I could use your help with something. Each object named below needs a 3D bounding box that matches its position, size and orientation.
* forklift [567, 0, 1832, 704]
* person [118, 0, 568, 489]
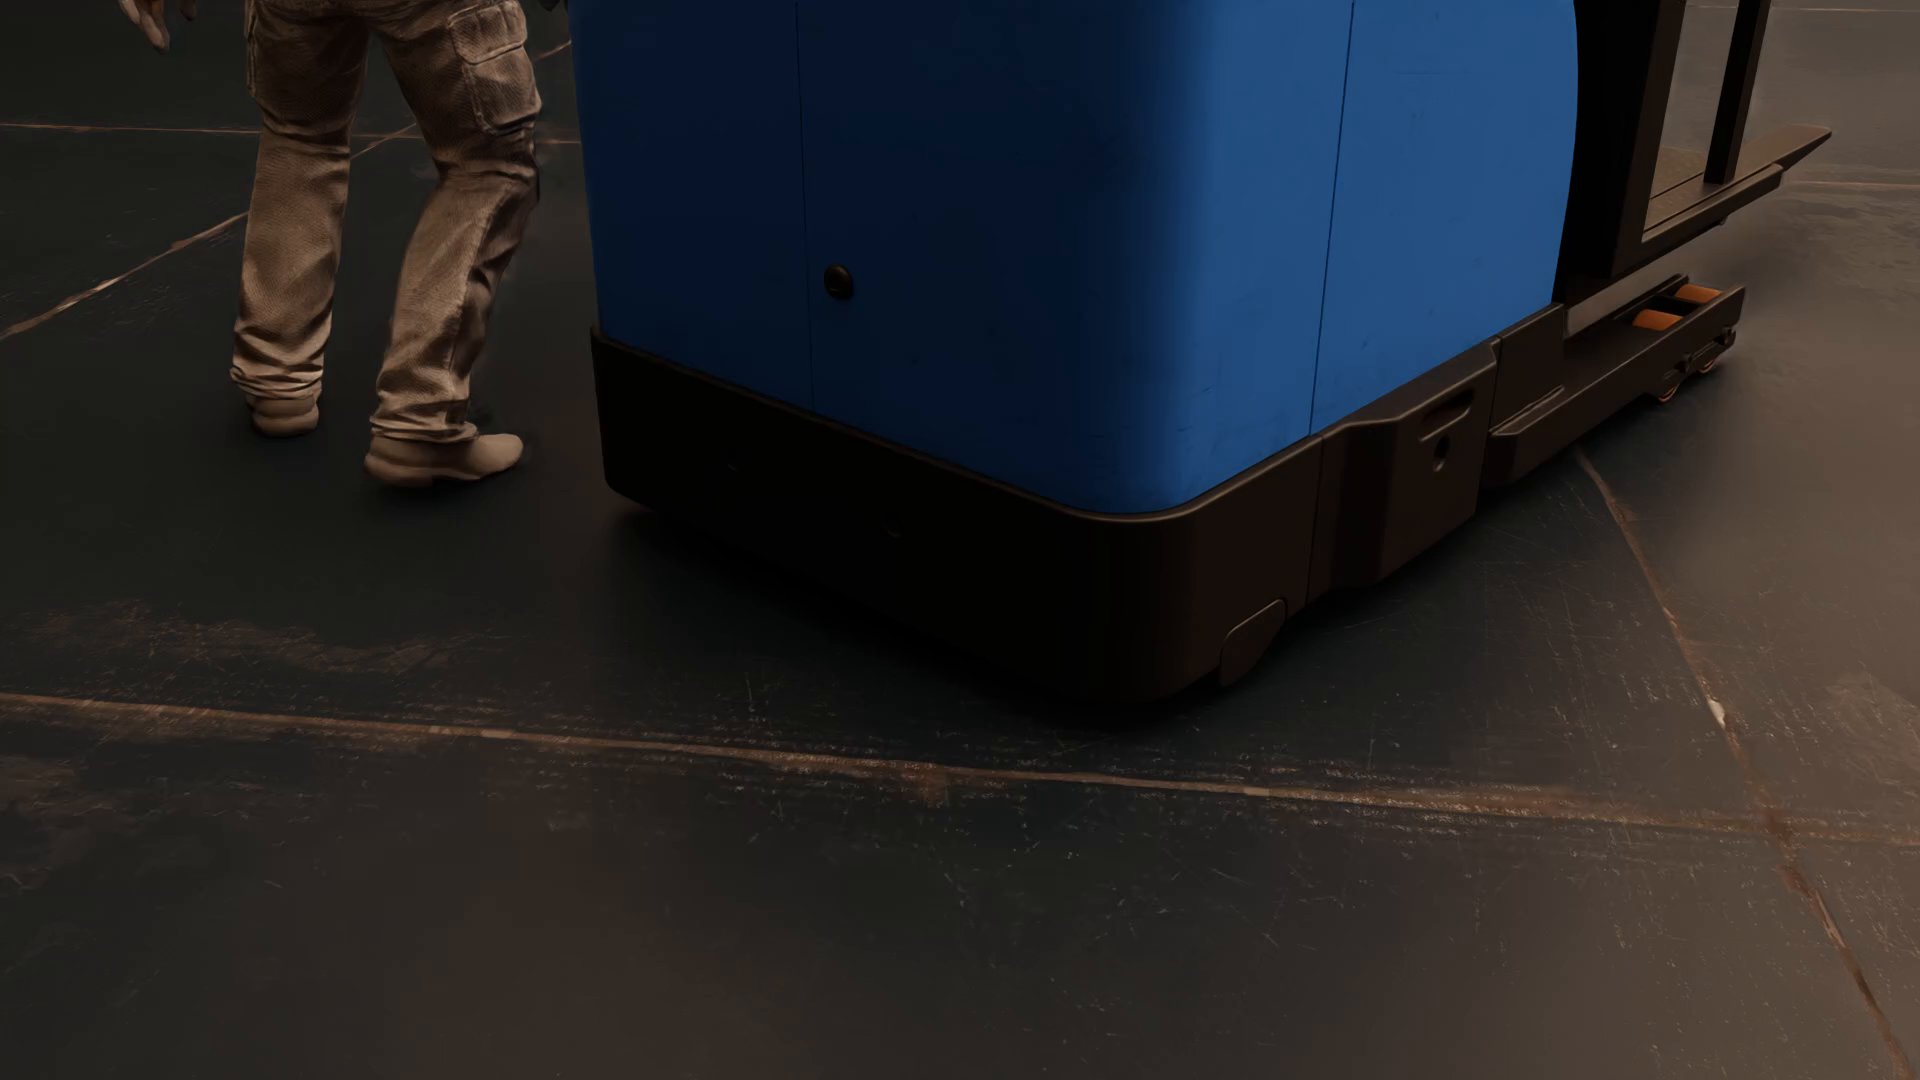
[{"bbox_3d":[0.818,-1.693,2.610,1.130,2.935,3.031,22,34,37],"label":"forklift"},{"bbox_3d":[-0.910,-0.922,2.473,0.891,1.730,0.502,11,28,20],"label":"person"}]
